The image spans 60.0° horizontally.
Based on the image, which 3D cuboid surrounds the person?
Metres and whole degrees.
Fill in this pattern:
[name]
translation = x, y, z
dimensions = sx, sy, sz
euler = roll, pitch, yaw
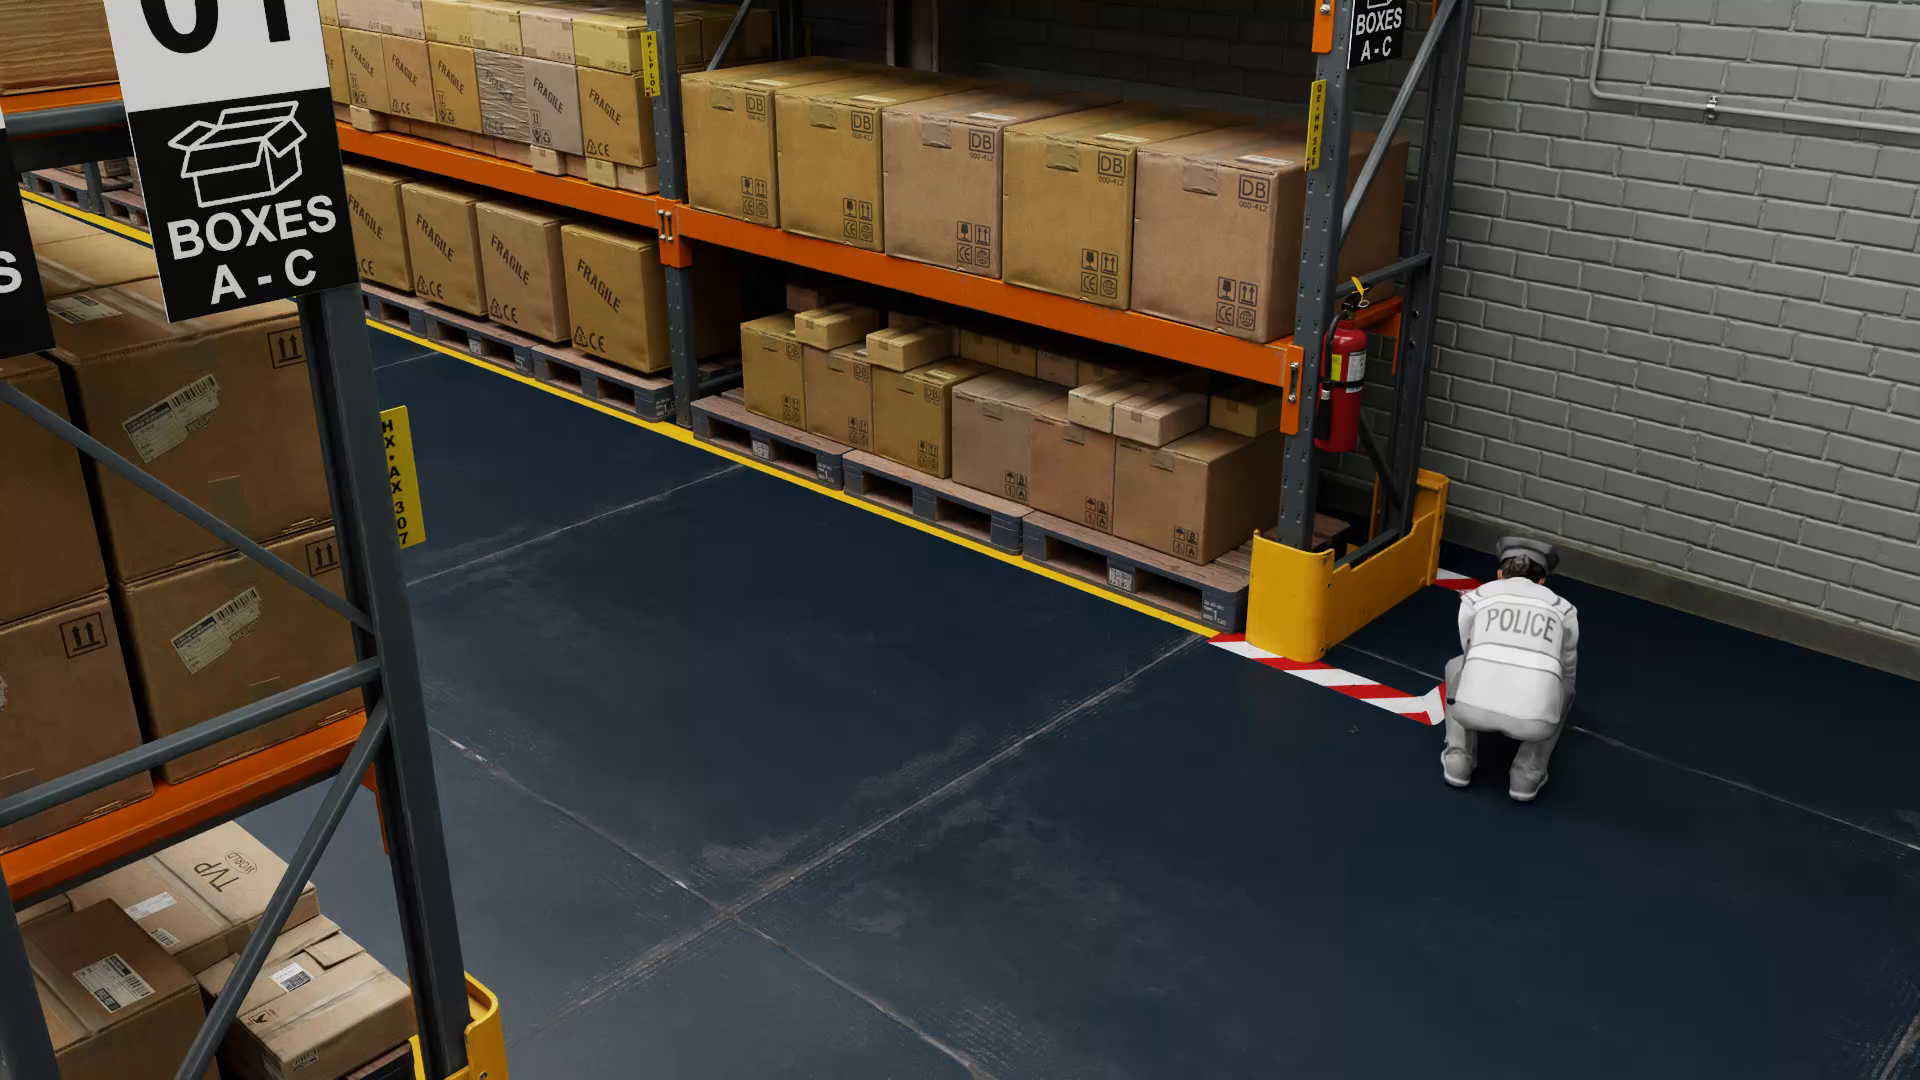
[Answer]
[person]
translation = 2.038, 0.481, 6.163
dimensions = 0.477, 0.831, 0.883
euler = 10, 26, 22
